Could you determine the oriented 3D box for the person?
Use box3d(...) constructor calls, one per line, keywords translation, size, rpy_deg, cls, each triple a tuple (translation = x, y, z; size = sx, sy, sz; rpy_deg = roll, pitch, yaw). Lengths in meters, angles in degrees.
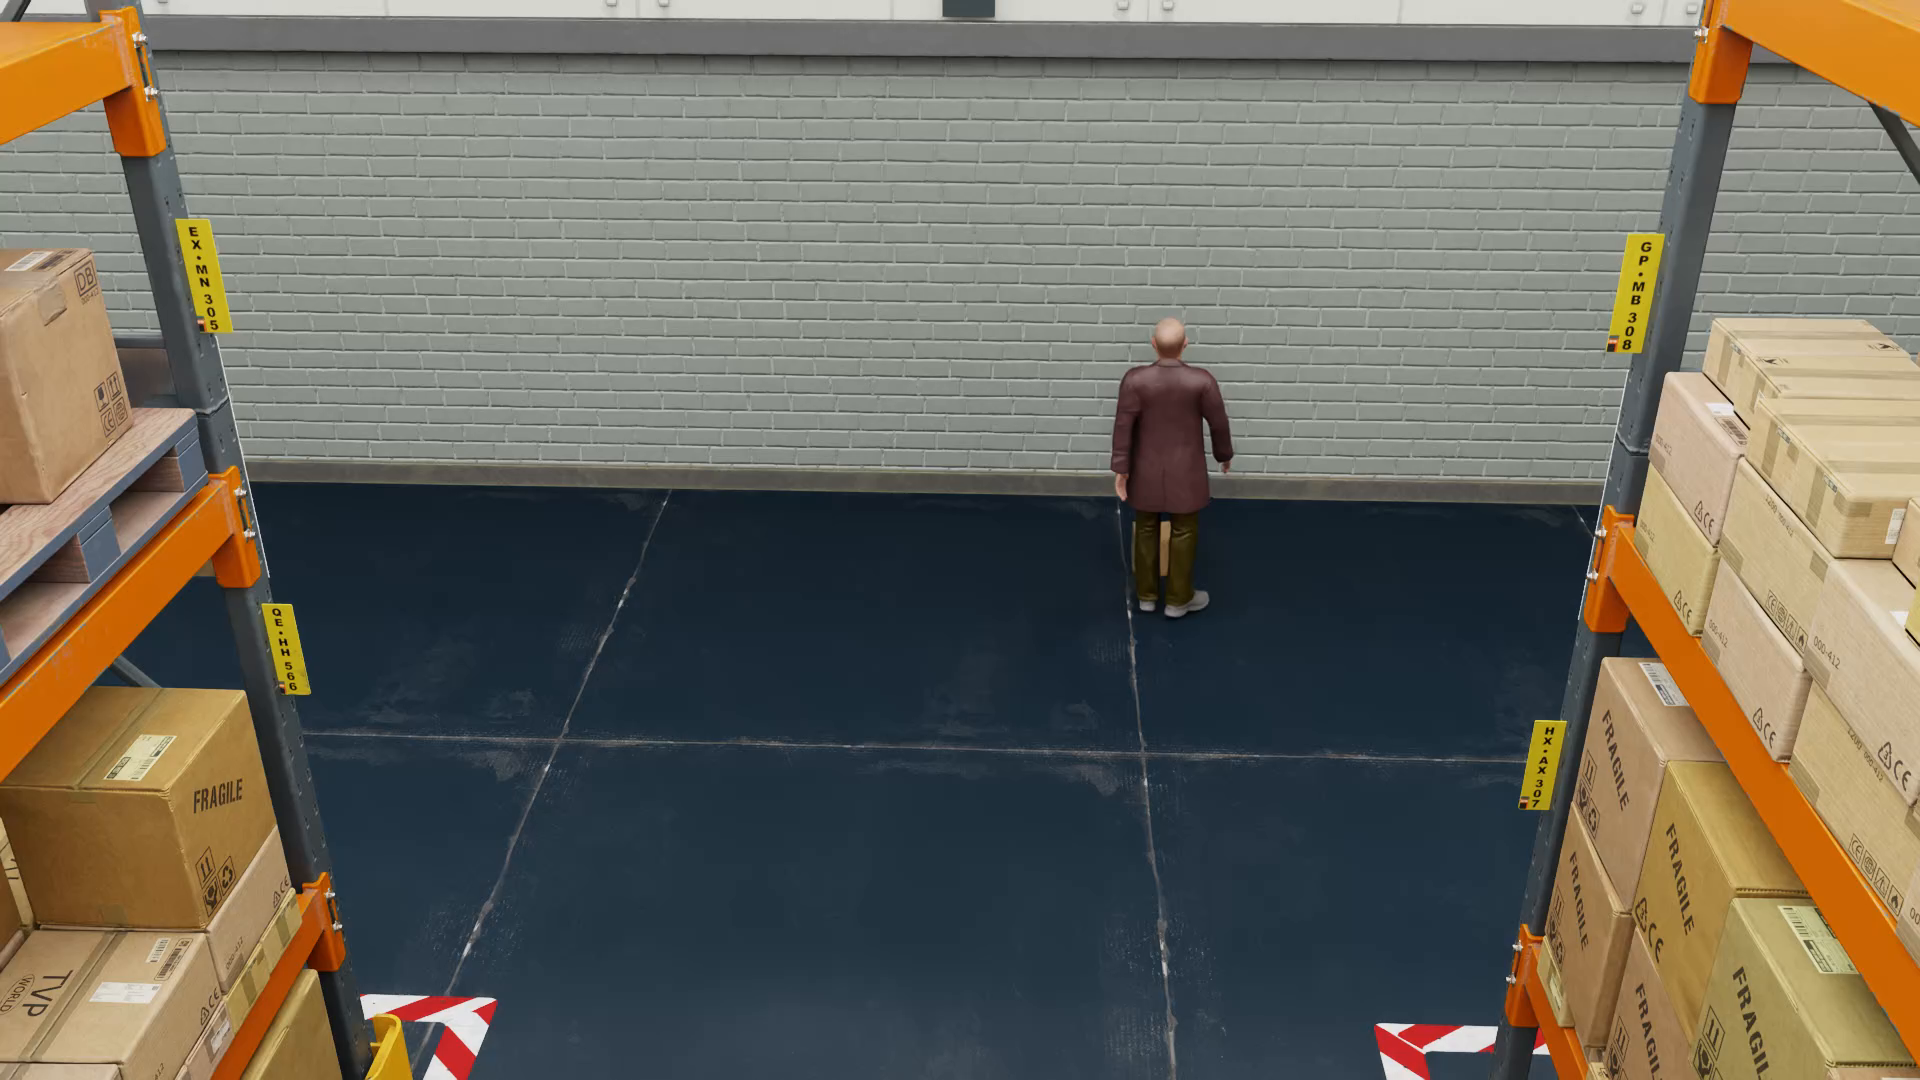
box3d(translation=(1.197, -0.418, 9.382), size=(0.672, 1.795, 0.441), rpy_deg=(5, 28, 9), cls="person")
